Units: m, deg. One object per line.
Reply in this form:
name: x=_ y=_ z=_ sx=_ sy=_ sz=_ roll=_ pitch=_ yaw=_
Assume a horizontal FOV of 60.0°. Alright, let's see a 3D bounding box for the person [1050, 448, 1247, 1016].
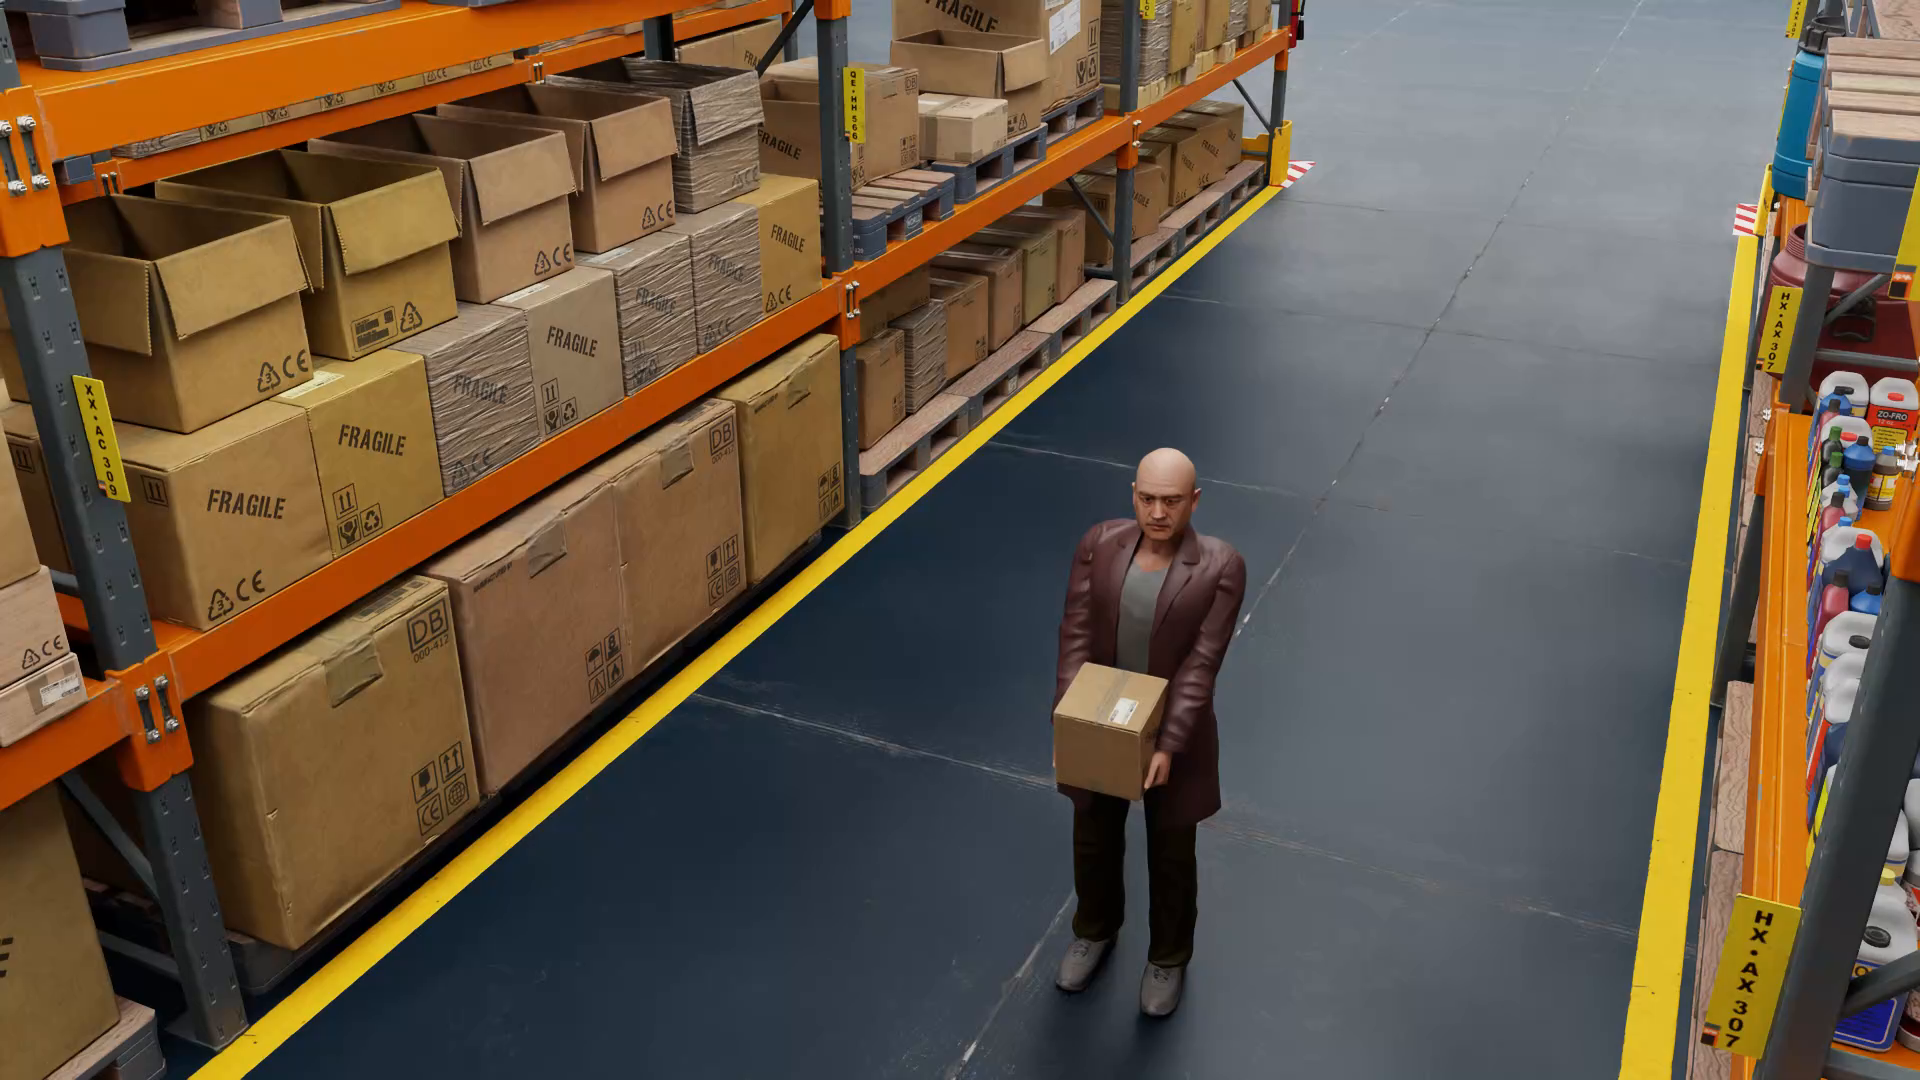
person: x=0.505 y=0.595 z=4.861 sx=0.524 sy=1.744 sz=0.545 roll=11 pitch=28 yaw=22
